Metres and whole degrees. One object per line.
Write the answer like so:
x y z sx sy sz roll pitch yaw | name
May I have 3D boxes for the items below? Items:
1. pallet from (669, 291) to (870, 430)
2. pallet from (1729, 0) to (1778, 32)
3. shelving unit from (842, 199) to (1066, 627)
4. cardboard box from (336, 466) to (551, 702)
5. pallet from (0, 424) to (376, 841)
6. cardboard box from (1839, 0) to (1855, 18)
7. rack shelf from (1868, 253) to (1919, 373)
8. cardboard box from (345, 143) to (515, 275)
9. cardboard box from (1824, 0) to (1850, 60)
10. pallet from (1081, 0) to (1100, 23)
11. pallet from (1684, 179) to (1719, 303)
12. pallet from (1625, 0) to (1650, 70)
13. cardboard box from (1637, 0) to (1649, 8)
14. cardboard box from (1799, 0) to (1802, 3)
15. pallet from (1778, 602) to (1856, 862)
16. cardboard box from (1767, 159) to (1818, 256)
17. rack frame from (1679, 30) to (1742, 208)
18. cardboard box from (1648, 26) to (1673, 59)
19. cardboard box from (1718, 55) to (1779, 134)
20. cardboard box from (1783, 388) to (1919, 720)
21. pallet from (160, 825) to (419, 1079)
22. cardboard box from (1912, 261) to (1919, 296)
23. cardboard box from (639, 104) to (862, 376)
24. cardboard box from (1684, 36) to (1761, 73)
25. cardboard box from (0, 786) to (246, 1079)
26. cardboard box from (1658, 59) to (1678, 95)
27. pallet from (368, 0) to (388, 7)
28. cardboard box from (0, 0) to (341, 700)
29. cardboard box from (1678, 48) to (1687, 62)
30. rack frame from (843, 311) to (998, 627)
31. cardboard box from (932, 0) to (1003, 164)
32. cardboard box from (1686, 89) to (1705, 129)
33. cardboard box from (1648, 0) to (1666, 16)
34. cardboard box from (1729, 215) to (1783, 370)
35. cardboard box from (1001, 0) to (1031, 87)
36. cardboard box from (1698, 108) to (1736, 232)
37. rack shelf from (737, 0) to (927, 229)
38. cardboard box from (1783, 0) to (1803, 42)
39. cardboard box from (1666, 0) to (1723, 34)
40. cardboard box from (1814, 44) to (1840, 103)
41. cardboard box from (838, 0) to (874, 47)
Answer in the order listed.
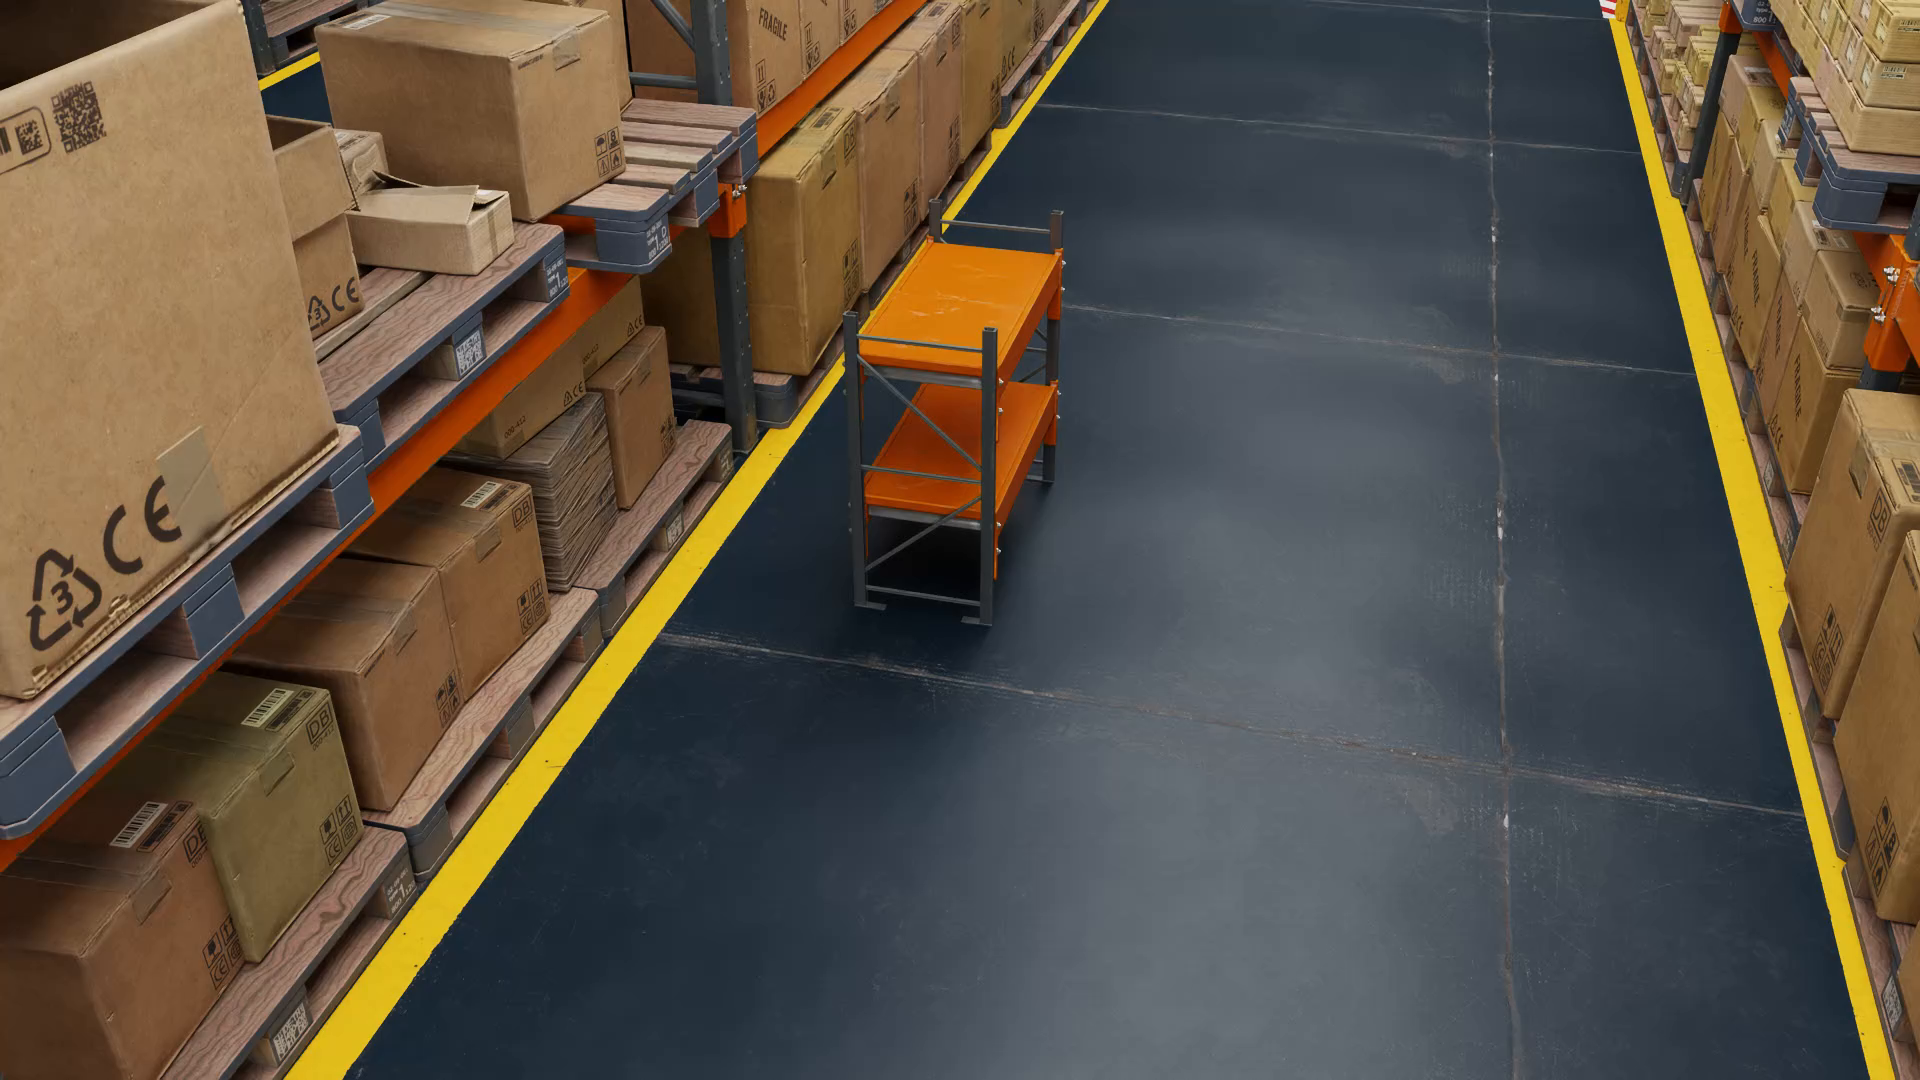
-1.059 -0.929 7.514 1.003 0.211 1.213 8 33 12 | pallet
4.120 -2.597 7.717 1.003 0.211 1.213 8 33 12 | pallet
0.002 -0.478 5.954 0.538 1.125 1.048 8 33 12 | shelving unit
-1.749 0.098 5.220 0.700 0.500 0.500 11 34 16 | cardboard box
-2.013 0.073 3.517 1.003 0.211 1.213 8 33 12 | pallet
3.253 -1.884 5.705 0.380 0.149 0.250 9 34 14 | cardboard box
2.932 0.363 3.554 1.077 0.370 4.000 8 33 12 | rack shelf
-1.494 -0.925 4.643 0.396 0.266 0.258 7 33 11 | cardboard box
3.255 -1.769 5.803 0.380 0.149 0.250 9 33 14 | cardboard box
0.571 -4.255 12.747 1.003 0.211 1.213 8 33 12 | pallet
4.259 -1.473 8.371 1.003 0.211 1.213 8 33 12 | pallet
5.210 -3.497 11.554 1.003 0.211 1.213 8 33 12 | pallet
5.027 -3.876 11.817 0.380 0.149 0.250 9 33 13 | cardboard box
3.450 -2.163 6.423 0.380 0.149 0.250 9 34 14 | cardboard box
3.167 0.597 5.114 1.003 0.211 1.213 8 33 12 | pallet
3.621 -1.333 6.791 0.500 0.250 0.500 9 33 14 | cardboard box
4.455 -3.054 8.259 1.000 3.000 0.127 8 33 12 | rack frame
4.693 -3.219 10.783 0.380 0.149 0.250 6 33 10 | cardboard box
4.012 -2.146 8.069 0.500 0.250 0.500 7 33 10 | cardboard box
3.198 0.097 5.007 1.050 0.750 0.750 8 33 12 | cardboard box
-2.151 1.142 4.257 1.003 0.211 1.213 8 33 12 | pallet
3.065 -0.825 4.658 0.500 0.500 0.500 8 33 13 | cardboard box
-1.137 -1.342 7.155 1.225 0.875 0.875 7 33 10 | cardboard box
4.376 -2.768 9.519 0.380 0.149 0.250 8 33 12 | cardboard box
-2.171 0.923 3.922 0.700 0.500 0.500 6 33 9 | cardboard box
4.487 -2.816 10.149 0.380 0.149 0.250 8 33 12 | cardboard box
-4.651 -4.302 12.820 1.003 0.211 1.213 8 33 12 | pallet
-2.010 -0.454 3.218 1.000 1.000 1.000 8 33 13 | cardboard box
4.539 -2.896 9.998 0.380 0.149 0.250 9 33 14 | cardboard box
-0.127 -0.214 5.539 0.500 1.125 0.032 8 33 12 | rack frame
-0.460 -2.728 9.334 1.225 0.875 0.875 8 33 13 | cardboard box
4.227 -2.361 9.156 0.380 0.149 0.250 9 33 13 | cardboard box
4.818 -3.601 11.107 0.380 0.149 0.250 9 34 14 | cardboard box
3.608 -1.024 7.003 0.500 0.500 0.500 7 33 10 | cardboard box
-0.072 -3.394 10.382 0.875 0.875 0.875 8 33 12 | cardboard box
4.011 -1.829 8.270 0.500 0.500 0.500 9 34 14 | cardboard box
-0.825 -2.441 7.964 1.077 0.370 4.000 8 33 12 | rack shelf
3.451 -2.033 6.495 0.380 0.149 0.250 9 34 14 | cardboard box
4.553 -3.186 10.178 0.380 0.149 0.250 7 33 11 | cardboard box
3.250 -1.631 5.862 0.380 0.149 0.250 9 33 13 | cardboard box
-0.690 -2.498 7.290 0.500 0.500 0.500 7 33 12 | cardboard box
